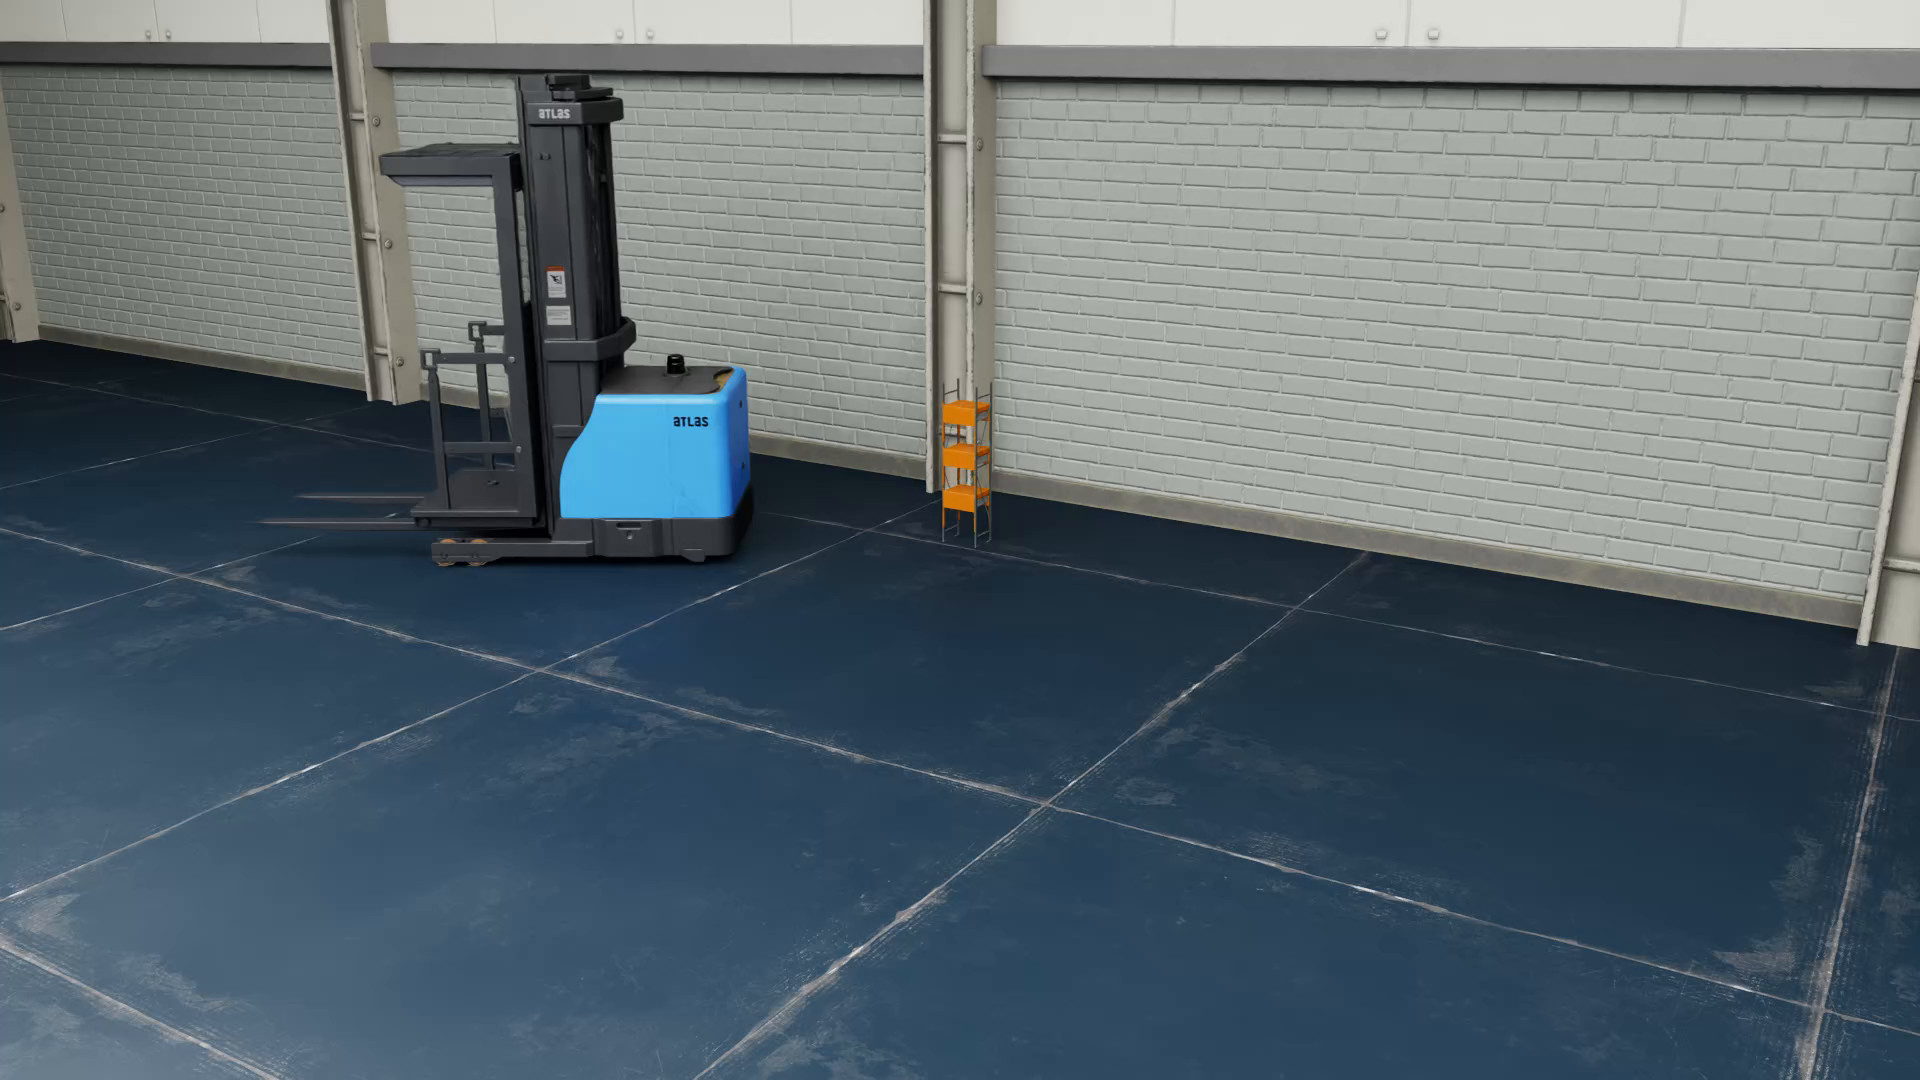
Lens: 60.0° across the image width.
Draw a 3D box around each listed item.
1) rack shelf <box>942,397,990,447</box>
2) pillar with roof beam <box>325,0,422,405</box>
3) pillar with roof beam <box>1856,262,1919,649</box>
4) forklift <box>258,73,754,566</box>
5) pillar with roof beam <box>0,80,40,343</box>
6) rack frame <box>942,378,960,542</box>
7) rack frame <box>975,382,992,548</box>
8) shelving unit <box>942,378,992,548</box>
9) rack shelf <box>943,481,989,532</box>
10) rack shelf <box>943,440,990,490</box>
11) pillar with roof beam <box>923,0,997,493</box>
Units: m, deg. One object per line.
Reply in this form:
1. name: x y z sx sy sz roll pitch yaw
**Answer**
1. rack shelf: 0.046 -0.756 10.622 0.240 0.259 0.215 10 20 30
2. pillar with roof beam: -7.366 -4.509 10.241 0.400 9.000 9.100 10 20 30
3. pillar with roof beam: 2.860 -2.683 4.232 0.400 9.000 9.100 10 20 30
4. forklift: -2.910 -1.392 10.420 3.031 2.935 1.130 0 17 0
5. pillar with roof beam: -12.478 -5.421 13.246 0.400 9.000 9.100 10 20 30
6. rack frame: -0.058 -0.513 10.763 0.008 1.050 0.200 10 20 30
7. rack frame: 0.150 -0.476 10.641 0.008 1.050 0.200 10 20 30
8. shelving unit: 0.046 -0.494 10.702 0.252 1.050 0.215 10 20 30
9. rack shelf: 0.046 -0.218 10.786 0.240 0.259 0.215 10 20 30
10. rack shelf: 0.046 -0.484 10.705 0.240 0.259 0.215 10 20 30
11. pillar with roof beam: -2.253 -3.596 7.237 0.400 9.000 9.100 10 20 30
